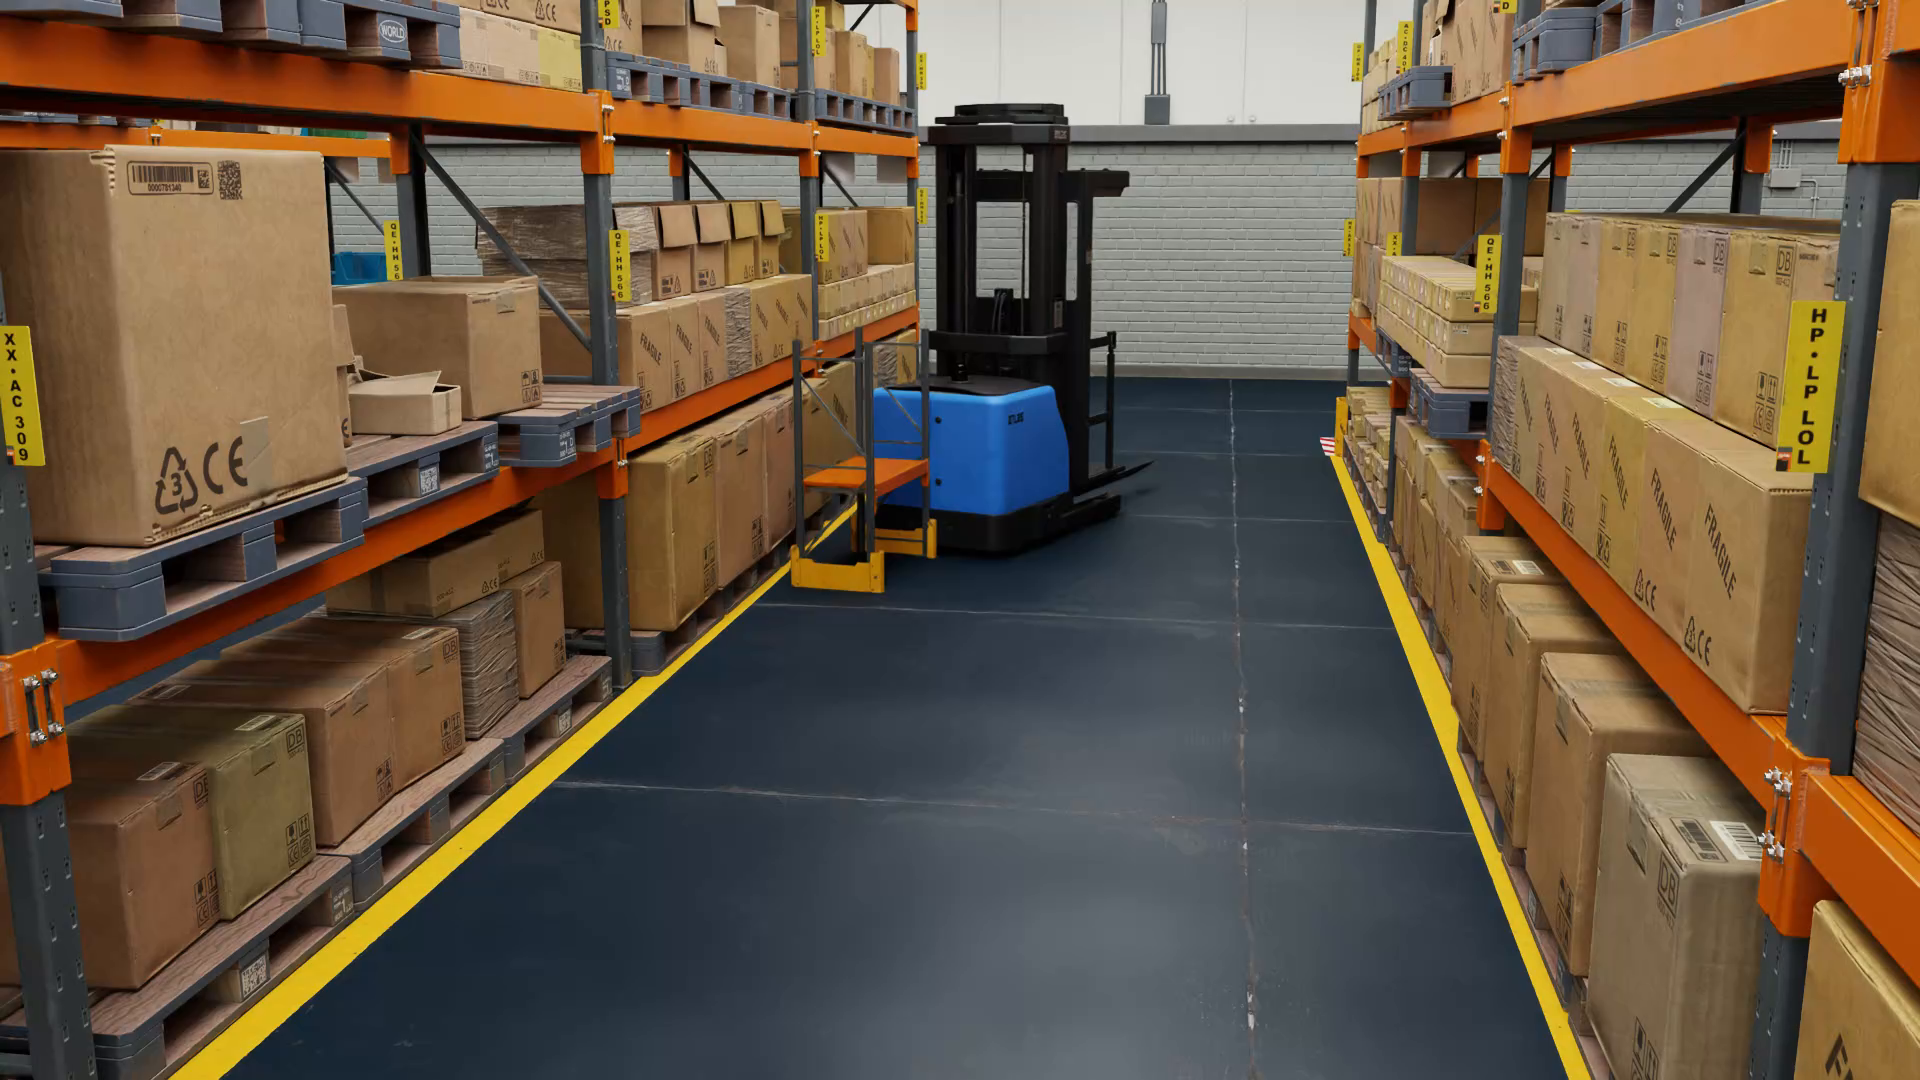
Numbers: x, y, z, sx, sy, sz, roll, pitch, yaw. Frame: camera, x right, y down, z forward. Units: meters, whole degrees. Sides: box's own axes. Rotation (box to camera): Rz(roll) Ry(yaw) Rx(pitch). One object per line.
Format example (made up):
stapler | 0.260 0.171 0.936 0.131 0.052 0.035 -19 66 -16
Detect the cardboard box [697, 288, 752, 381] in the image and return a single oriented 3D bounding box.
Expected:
cardboard box | -1.543 -1.220 9.796 0.500 0.500 0.500 2 12 9

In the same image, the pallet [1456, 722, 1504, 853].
pallet | 2.572 0.946 6.602 1.003 0.211 1.213 2 12 9

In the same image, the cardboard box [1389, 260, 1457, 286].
cardboard box | 2.789 -1.606 10.012 0.380 0.149 0.250 2 12 9

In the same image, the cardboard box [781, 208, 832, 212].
cardboard box | -1.378 -2.561 14.127 0.500 0.500 0.500 2 12 7

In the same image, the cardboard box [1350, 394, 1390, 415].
cardboard box | 3.493 -1.139 14.015 0.380 0.149 0.250 2 12 8

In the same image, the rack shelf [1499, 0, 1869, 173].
rack shelf | 2.460 -1.277 4.886 1.077 0.370 4.000 2 12 9

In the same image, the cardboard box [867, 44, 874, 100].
cardboard box | -1.120 -3.972 14.212 0.700 0.500 0.500 1 12 7

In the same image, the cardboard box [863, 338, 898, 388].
cardboard box | -1.046 -1.267 14.299 0.875 0.875 0.875 2 12 9

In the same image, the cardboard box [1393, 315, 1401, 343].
cardboard box | 2.711 -1.212 9.595 0.380 0.149 0.250 1 12 6

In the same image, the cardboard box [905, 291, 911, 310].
cardboard box | -0.655 -2.164 15.010 0.380 0.149 0.250 2 12 9

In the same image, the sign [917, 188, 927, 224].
sign | -0.353 -3.087 15.387 0.100 0.325 0.005 2 12 9

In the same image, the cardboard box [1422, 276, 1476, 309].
cardboard box | 2.509 -1.231 8.274 0.380 0.149 0.250 2 12 10

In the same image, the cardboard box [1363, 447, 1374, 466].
cardboard box | 3.377 -0.634 13.087 0.380 0.149 0.250 2 12 9

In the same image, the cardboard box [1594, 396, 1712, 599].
cardboard box | 2.124 -0.122 4.704 0.500 0.500 0.500 2 12 9

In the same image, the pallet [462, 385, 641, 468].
pallet | -2.122 -0.515 7.217 1.213 0.211 1.003 2 12 9

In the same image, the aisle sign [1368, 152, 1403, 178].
aisle sign | 3.713 -3.540 14.627 0.394 0.787 0.004 2 12 9

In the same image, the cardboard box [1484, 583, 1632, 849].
cardboard box | 2.454 0.622 5.831 1.050 0.750 0.750 2 12 10

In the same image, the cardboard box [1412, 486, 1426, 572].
cardboard box | 2.861 -0.030 9.448 0.500 0.500 0.500 2 12 10

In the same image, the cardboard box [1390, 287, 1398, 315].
cardboard box | 2.752 -1.410 9.810 0.380 0.149 0.250 1 12 6

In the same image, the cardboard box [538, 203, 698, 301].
cardboard box | -1.886 -1.587 9.118 0.797 0.503 0.637 2 12 10

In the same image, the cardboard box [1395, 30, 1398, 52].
cardboard box | 3.188 -3.425 11.369 0.380 0.149 0.250 2 12 9

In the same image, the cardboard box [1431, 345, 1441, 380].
cardboard box | 2.430 -0.830 7.825 0.380 0.149 0.250 2 12 8

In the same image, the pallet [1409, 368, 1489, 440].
pallet | 2.772 -0.637 7.783 1.213 0.211 1.003 2 12 9

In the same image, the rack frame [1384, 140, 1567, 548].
rack frame | 3.383 -1.411 10.922 1.000 3.000 0.127 2 12 9

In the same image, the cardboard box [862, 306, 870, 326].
cardboard box | -0.929 -1.791 13.279 0.380 0.149 0.250 2 12 9

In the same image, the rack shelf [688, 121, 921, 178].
rack shelf | -1.195 -3.124 13.457 1.077 0.370 4.000 2 12 9

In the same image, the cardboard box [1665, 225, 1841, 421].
cardboard box | 2.379 -0.599 4.544 0.700 0.500 0.500 2 12 9

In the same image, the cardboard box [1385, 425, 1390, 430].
cardboard box | 3.329 -0.754 12.231 0.380 0.149 0.250 2 12 11

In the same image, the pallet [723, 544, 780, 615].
pallet | -1.732 0.188 10.120 1.003 0.211 1.213 2 12 9

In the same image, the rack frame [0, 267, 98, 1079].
rack frame | -2.729 0.072 4.037 0.949 2.616 0.053 2 12 9

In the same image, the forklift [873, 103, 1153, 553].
forklift | 0.536 -1.610 12.008 1.130 2.935 3.031 7 14 28

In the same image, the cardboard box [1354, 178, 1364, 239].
cardboard box | 3.667 -2.842 14.244 0.500 0.500 0.500 2 12 8

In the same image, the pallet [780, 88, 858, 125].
pallet | -1.366 -3.186 12.247 1.003 0.211 1.213 2 12 9

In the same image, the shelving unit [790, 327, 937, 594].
shelving unit | -0.593 -0.536 10.421 0.587 1.500 1.083 4 13 17

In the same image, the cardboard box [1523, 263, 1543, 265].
cardboard box | 3.392 -1.530 9.662 0.380 0.149 0.250 2 12 8

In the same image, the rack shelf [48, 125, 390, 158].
rack shelf | -6.089 -3.284 14.201 1.077 0.370 4.000 2 12 9

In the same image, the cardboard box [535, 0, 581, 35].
cardboard box | -1.944 -2.412 7.024 0.500 0.500 0.500 2 12 10

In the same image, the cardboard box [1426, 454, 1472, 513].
cardboard box | 2.775 -0.290 8.876 0.500 0.250 0.500 2 12 10

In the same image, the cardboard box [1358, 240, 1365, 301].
cardboard box | 3.599 -2.241 13.831 0.500 0.500 0.500 2 12 9

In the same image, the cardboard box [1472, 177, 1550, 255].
cardboard box | 3.693 -2.180 11.174 0.500 0.500 0.500 2 12 10

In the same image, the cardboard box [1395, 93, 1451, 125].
cardboard box | 3.192 -2.915 11.136 0.500 0.250 0.500 2 12 10

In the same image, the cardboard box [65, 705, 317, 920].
cardboard box | -2.525 0.853 5.302 0.700 0.500 0.500 2 12 8

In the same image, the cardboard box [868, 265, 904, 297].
cardboard box | -0.778 -2.283 14.615 0.500 0.250 0.500 2 12 8

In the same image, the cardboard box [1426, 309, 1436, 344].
cardboard box | 2.471 -1.035 8.067 0.380 0.149 0.250 2 12 10

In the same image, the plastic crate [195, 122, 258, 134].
plastic crate | -5.934 -3.406 13.366 0.497 0.269 0.590 2 12 9

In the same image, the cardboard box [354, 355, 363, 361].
cardboard box | -2.602 -0.551 6.288 0.500 0.250 0.500 2 12 7

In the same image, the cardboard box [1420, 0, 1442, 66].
cardboard box | 3.216 -3.056 10.201 0.700 0.500 0.500 2 12 9

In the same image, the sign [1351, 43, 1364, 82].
sign | 3.462 -4.155 14.459 0.100 0.325 0.005 2 12 9

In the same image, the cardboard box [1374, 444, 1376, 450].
cardboard box | 3.387 -0.715 12.756 0.380 0.149 0.250 1 12 6

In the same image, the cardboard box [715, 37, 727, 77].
cardboard box | -1.760 -2.996 10.368 0.500 0.311 0.500 1 12 7
